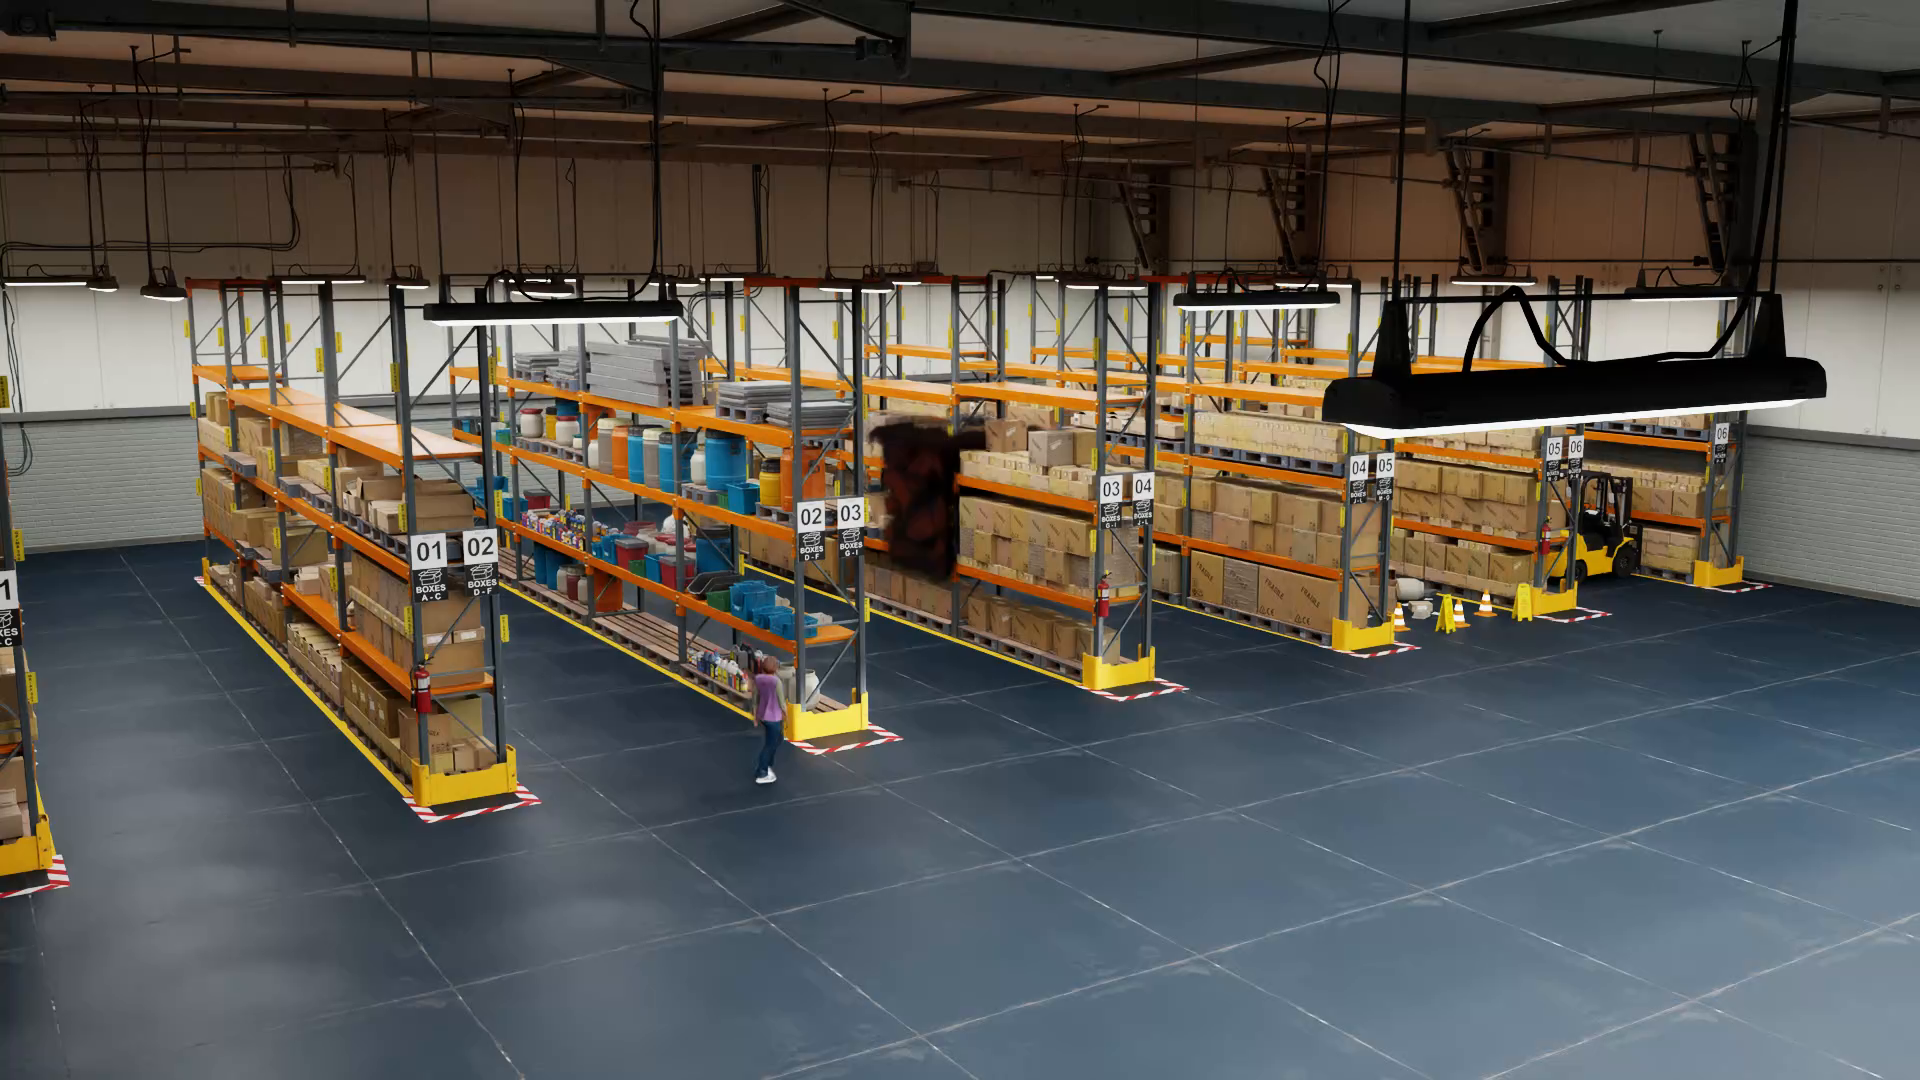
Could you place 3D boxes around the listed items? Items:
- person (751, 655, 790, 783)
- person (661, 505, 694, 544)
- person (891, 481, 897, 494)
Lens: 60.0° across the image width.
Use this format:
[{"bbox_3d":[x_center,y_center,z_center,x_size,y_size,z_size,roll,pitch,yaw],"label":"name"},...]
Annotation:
[{"bbox_3d":[-2.290,2.180,20.212,0.477,1.604,0.420,-7,12,-34],"label":"person"},{"bbox_3d":[-5.113,0.148,30.219,0.646,1.710,1.015,-7,12,-34],"label":"person"},{"bbox_3d":[-1.719,-1.740,43.303,0.456,1.706,0.514,7,12,34],"label":"person"}]
